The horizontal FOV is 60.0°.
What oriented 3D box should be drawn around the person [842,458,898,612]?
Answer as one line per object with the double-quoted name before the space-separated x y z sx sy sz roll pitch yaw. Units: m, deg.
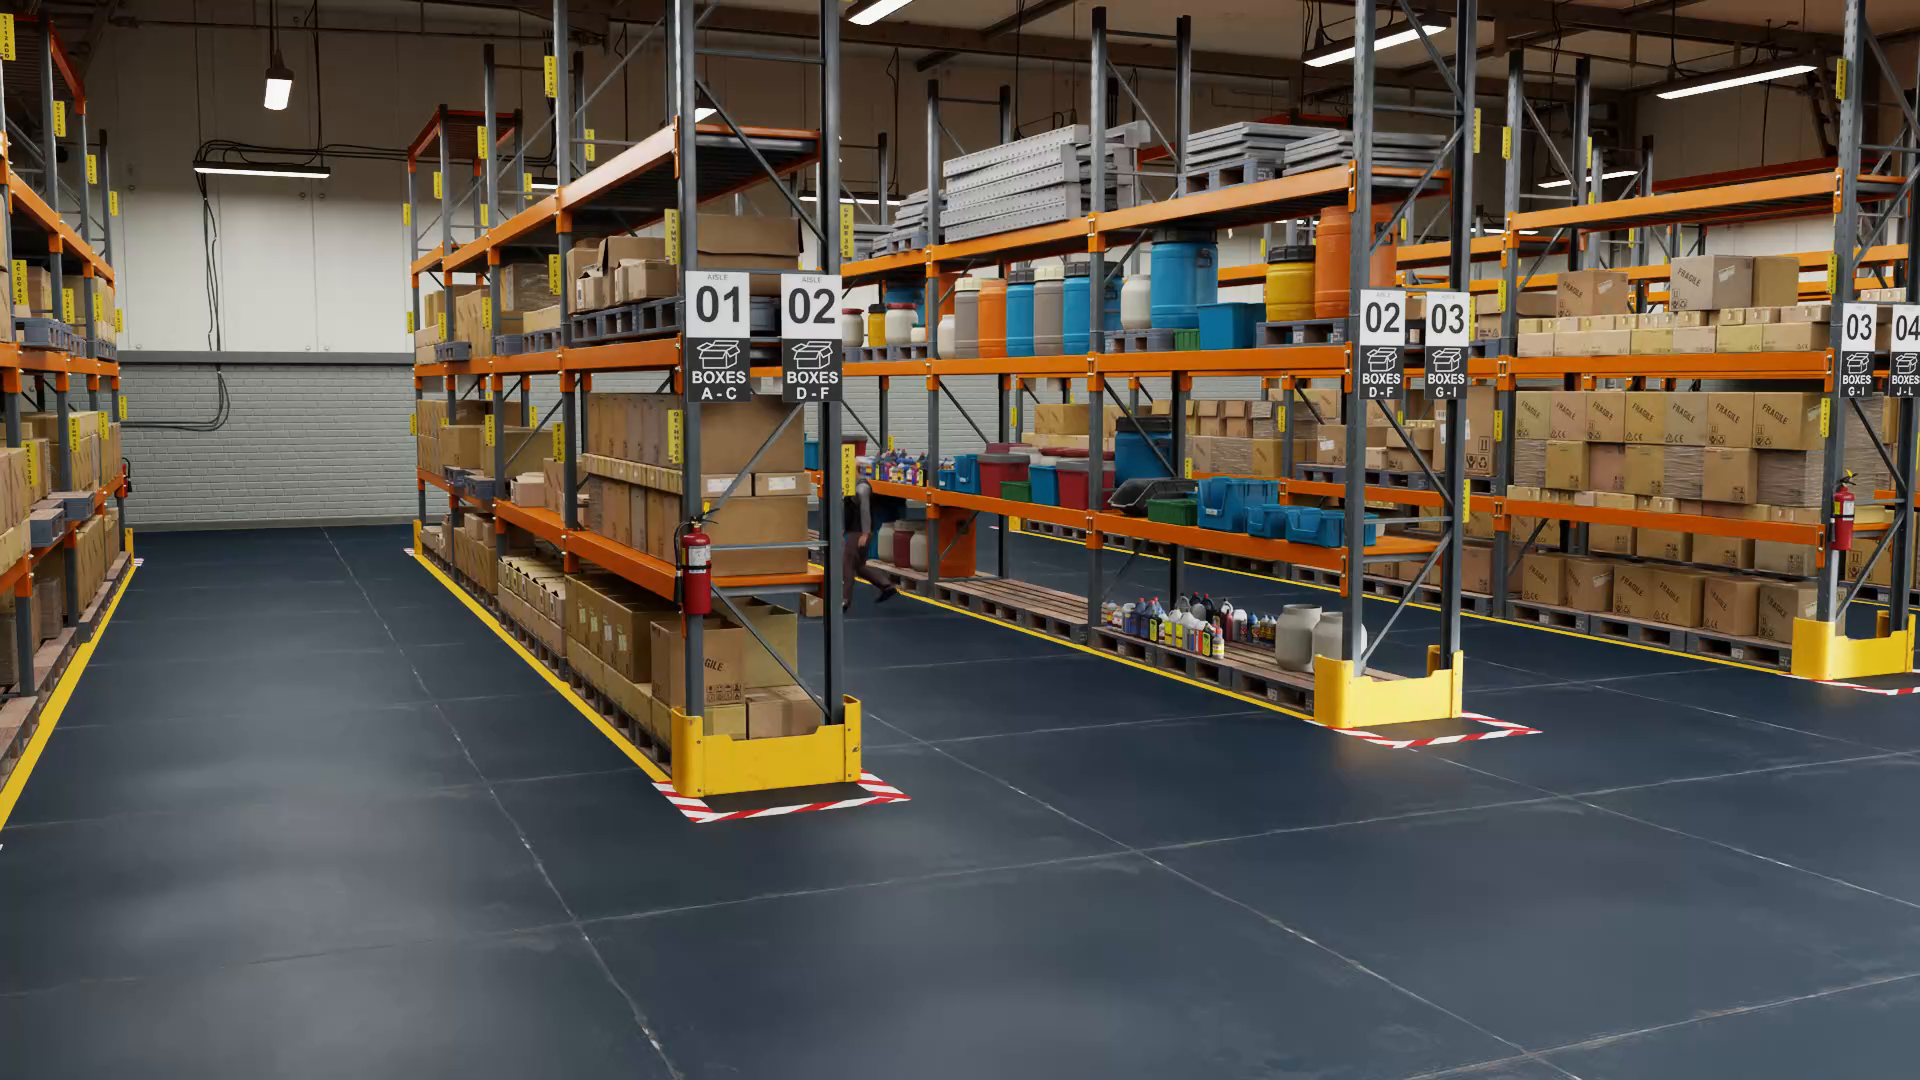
"person" -1.118 -0.060 18.419 0.865 1.704 0.535 0 5 -5
